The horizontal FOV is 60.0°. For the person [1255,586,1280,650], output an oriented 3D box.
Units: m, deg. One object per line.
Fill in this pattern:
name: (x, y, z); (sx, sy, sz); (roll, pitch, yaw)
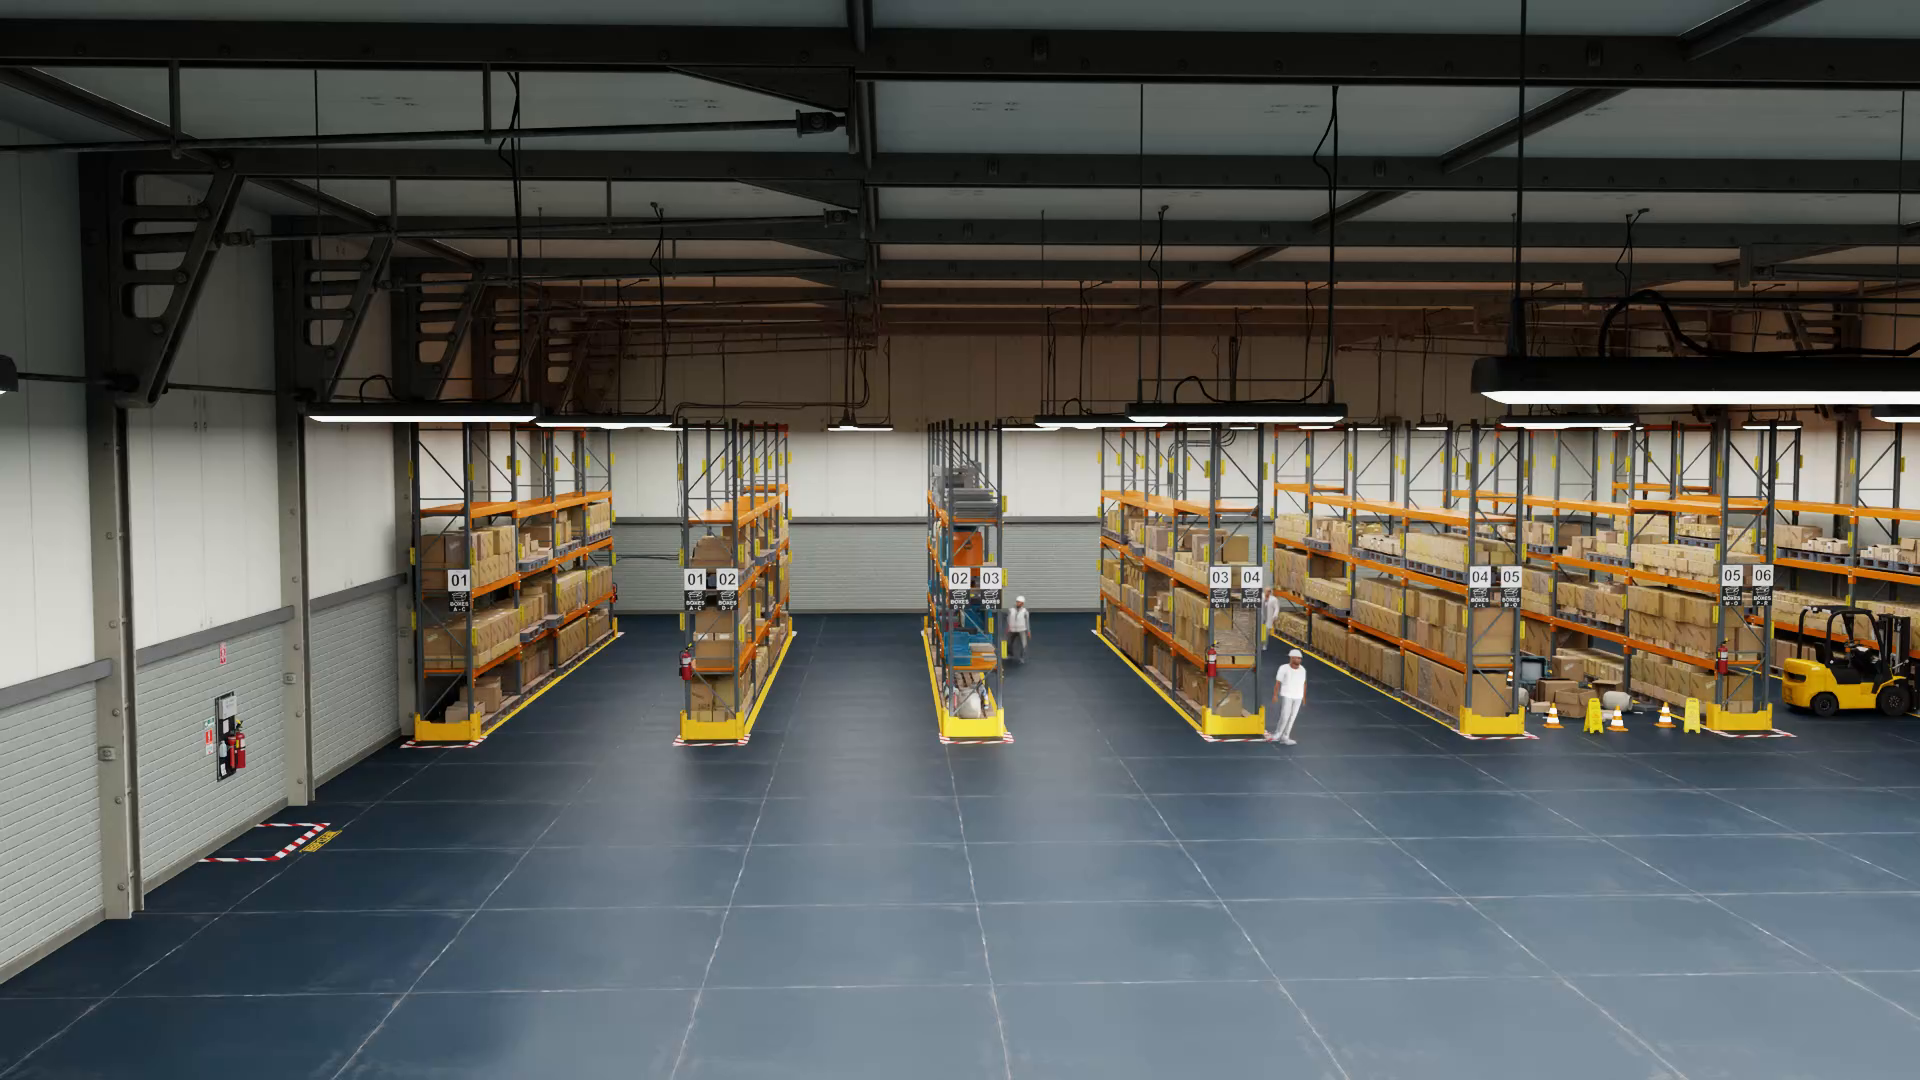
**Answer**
person: (8.048, 2.060, 43.638); (0.687, 1.718, 0.727); (1, 4, 17)

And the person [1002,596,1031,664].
person: (1.379, 2.226, 41.509); (0.855, 1.692, 0.749); (1, 4, 19)

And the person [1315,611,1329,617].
person: (10.604, 1.770, 48.390); (0.876, 1.660, 0.597); (2, 4, 32)

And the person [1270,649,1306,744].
person: (6.047, 2.879, 30.582); (0.674, 1.750, 0.455); (-1, 4, -22)
